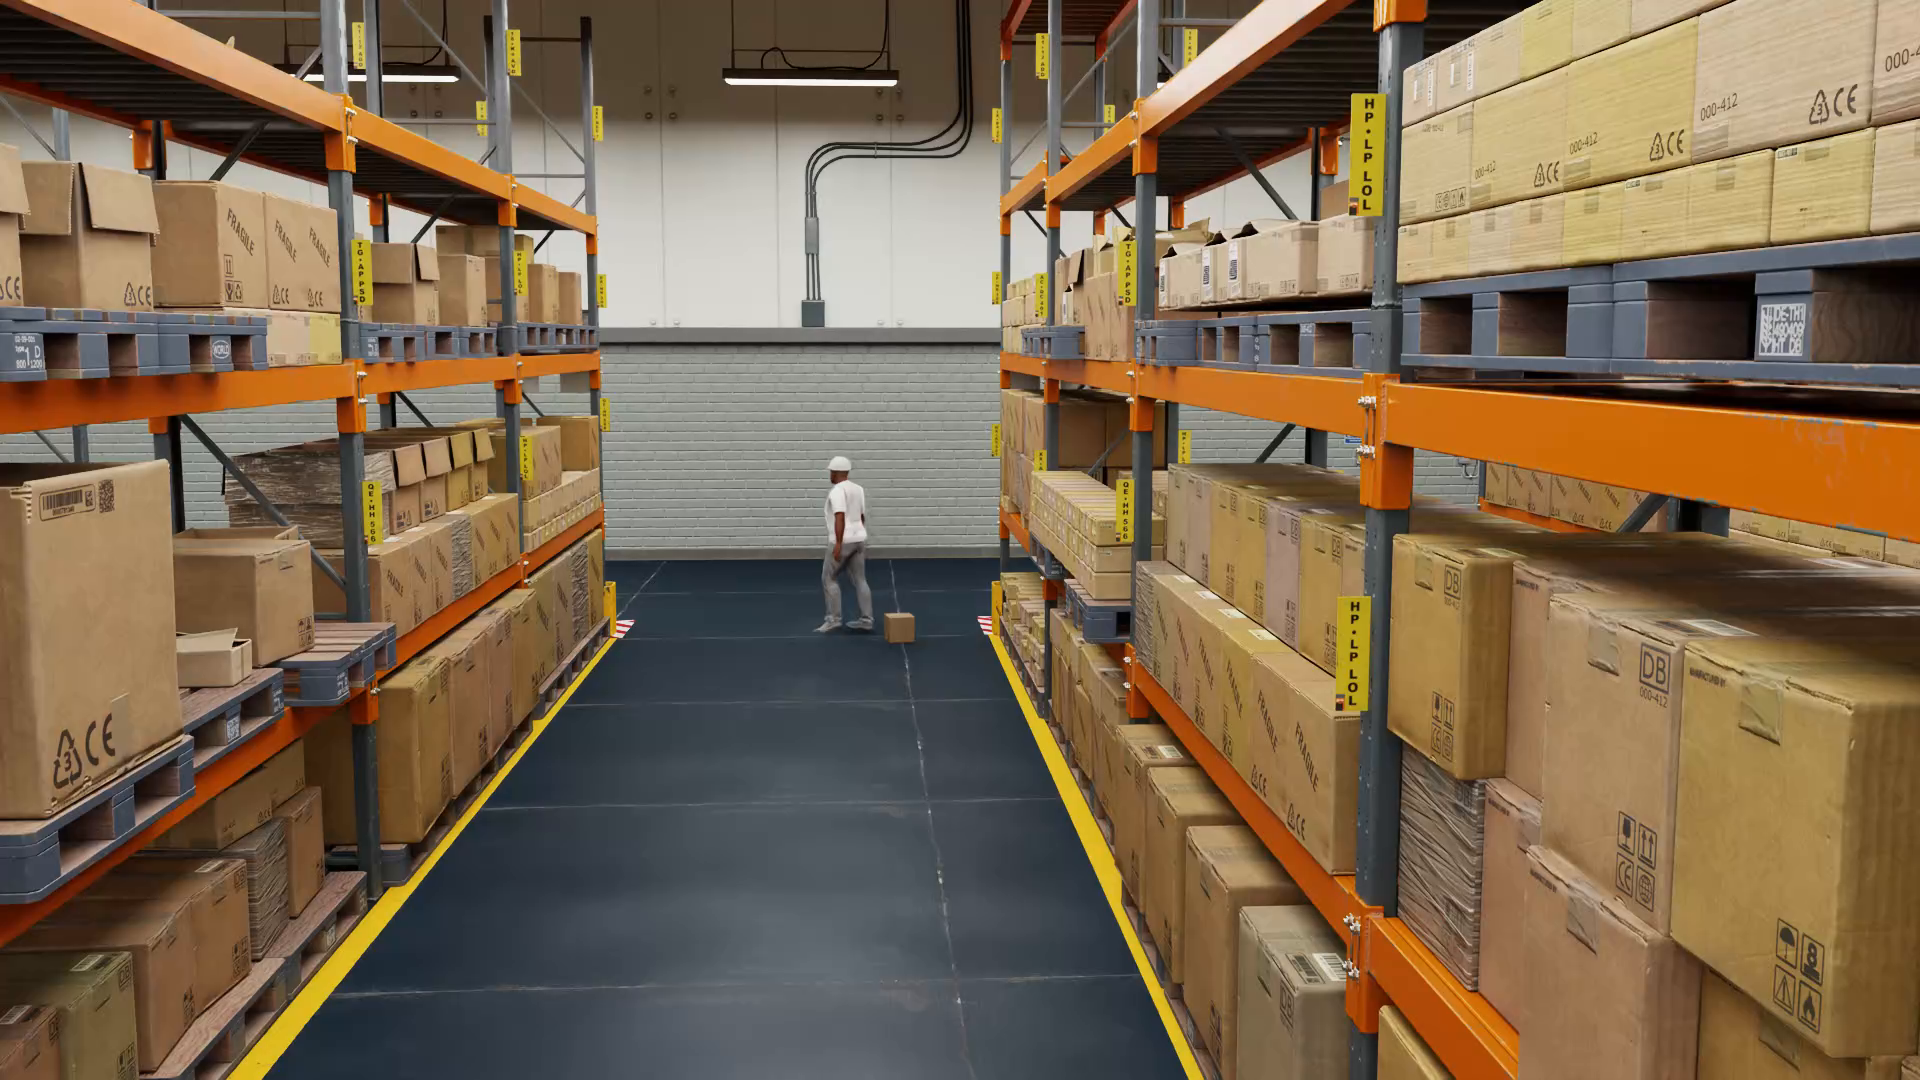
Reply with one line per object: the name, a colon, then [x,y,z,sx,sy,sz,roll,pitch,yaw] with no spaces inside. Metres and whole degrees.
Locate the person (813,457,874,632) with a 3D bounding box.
person: [-1.123,0.063,16.772,0.612,1.798,0.629,4,8,32]
